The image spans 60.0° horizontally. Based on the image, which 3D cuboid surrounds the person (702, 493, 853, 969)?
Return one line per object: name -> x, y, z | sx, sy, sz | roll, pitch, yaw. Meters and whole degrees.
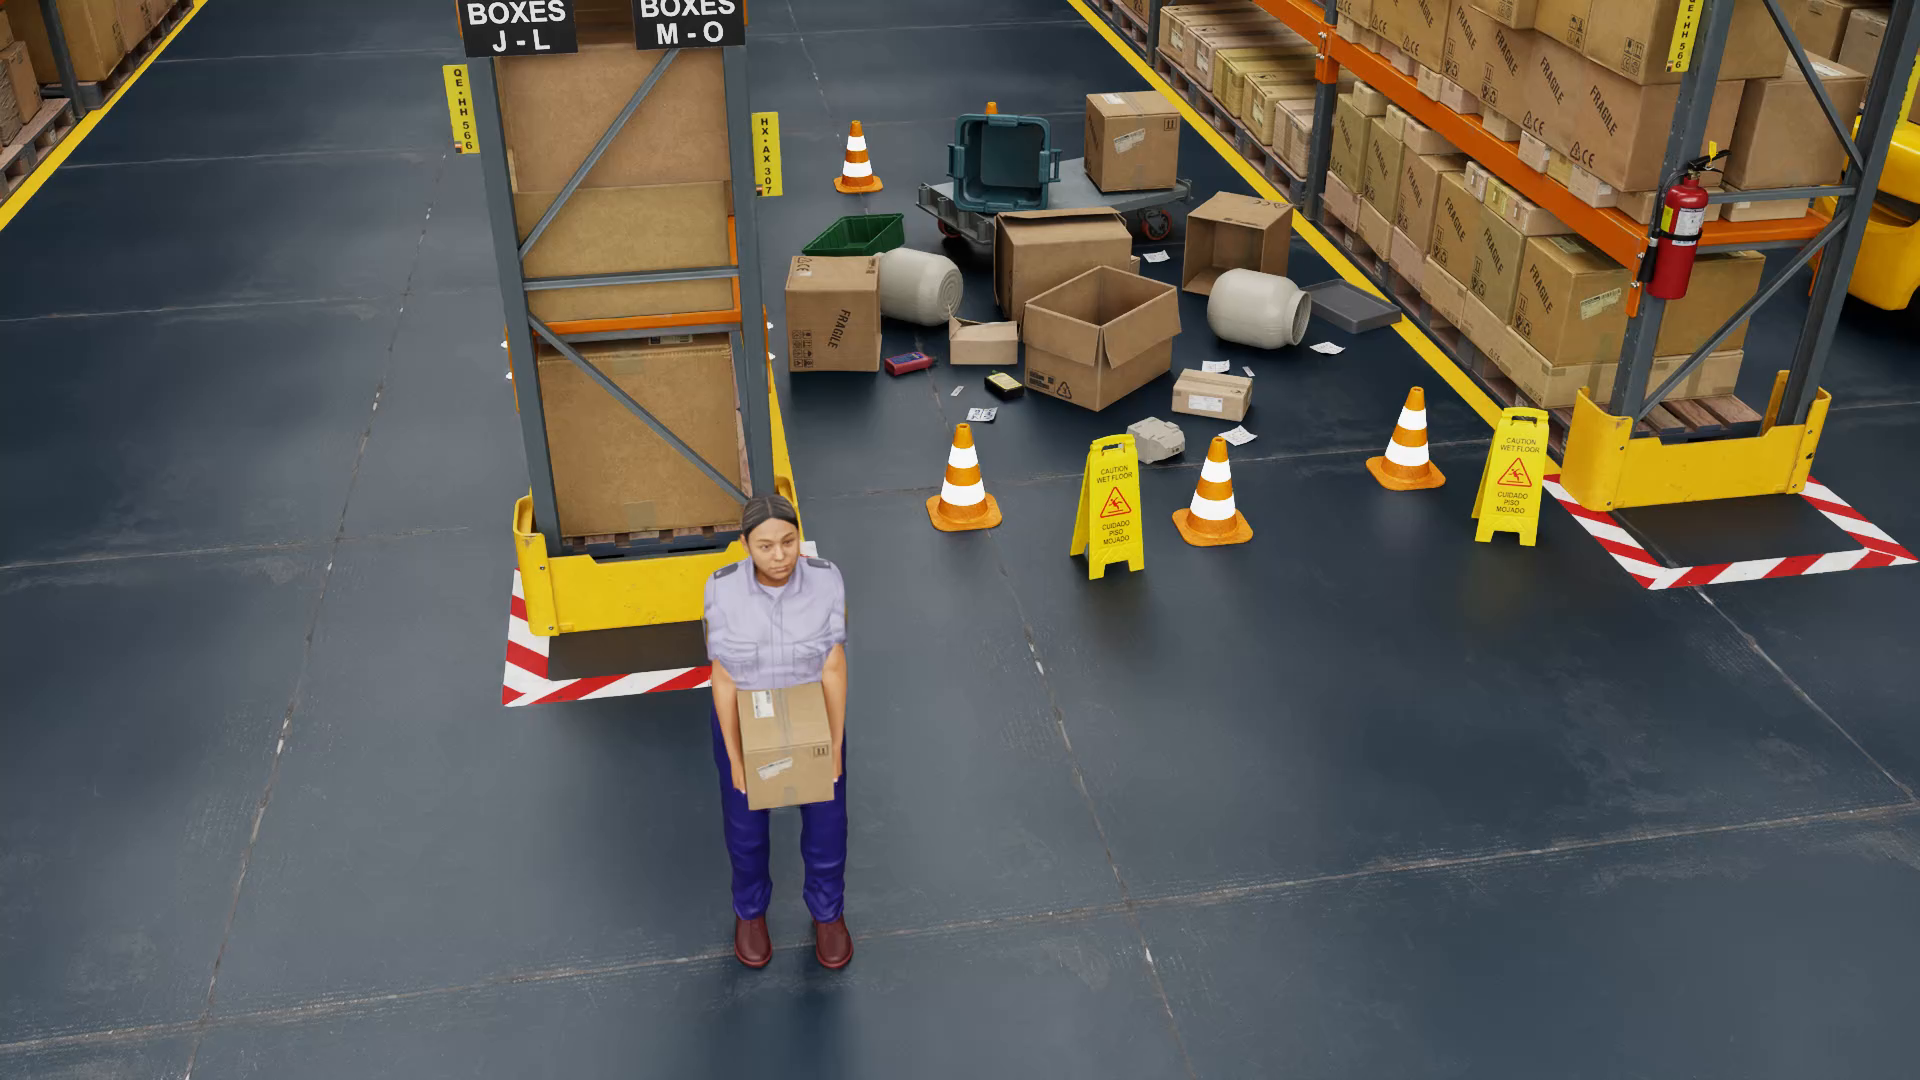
person -> -0.537, 0.632, 5.098 | 0.435, 1.647, 0.528 | -6, 31, -9
